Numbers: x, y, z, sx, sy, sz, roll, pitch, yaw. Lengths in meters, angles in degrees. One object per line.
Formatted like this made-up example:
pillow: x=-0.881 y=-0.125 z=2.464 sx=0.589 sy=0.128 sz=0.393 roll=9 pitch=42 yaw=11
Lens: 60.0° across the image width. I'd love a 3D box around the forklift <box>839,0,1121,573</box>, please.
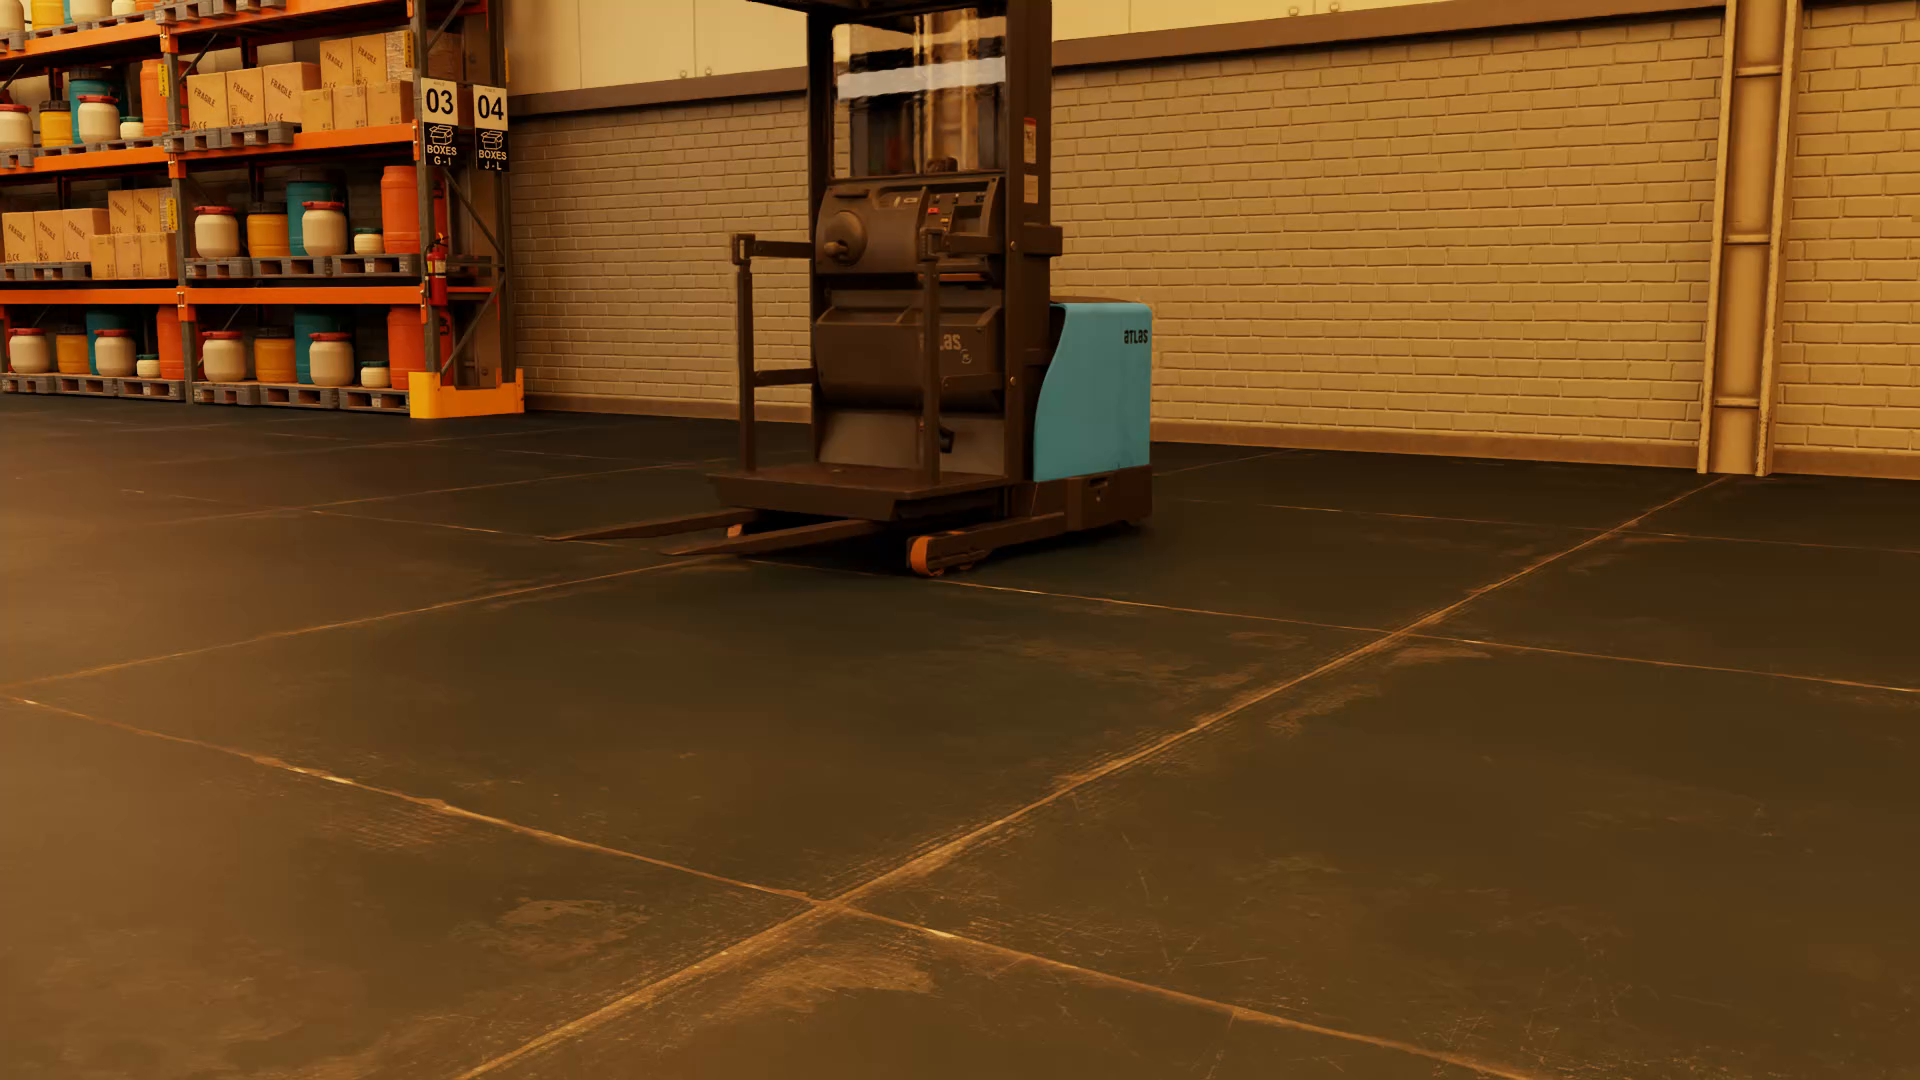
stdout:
forklift: x=0.058 y=-1.364 z=6.786 sx=1.130 sy=2.935 sz=3.031 roll=-1 pitch=8 yaw=-4
